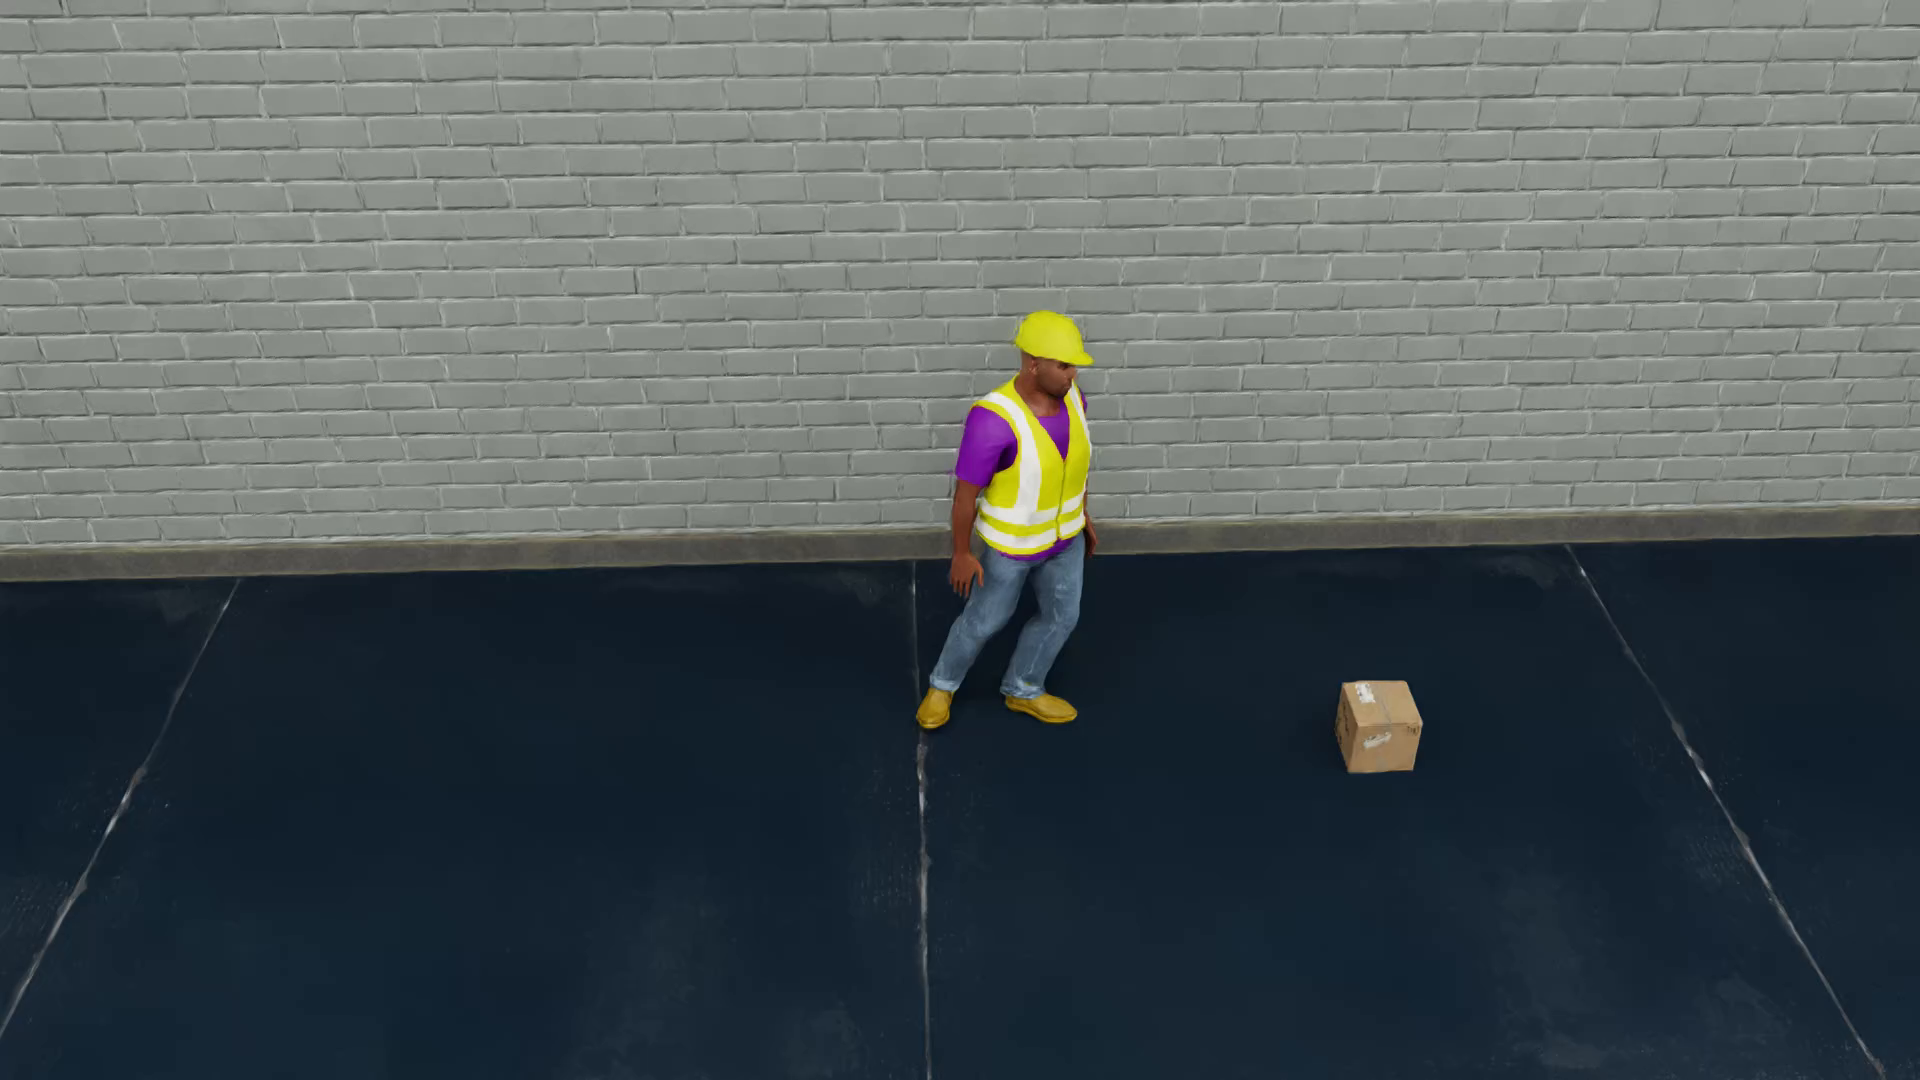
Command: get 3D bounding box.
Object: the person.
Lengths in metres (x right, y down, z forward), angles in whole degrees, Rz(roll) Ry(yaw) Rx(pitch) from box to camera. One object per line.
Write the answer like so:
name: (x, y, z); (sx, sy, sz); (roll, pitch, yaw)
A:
person: (0.171, -0.039, 6.194); (0.716, 1.747, 0.508); (-25, 42, -31)
